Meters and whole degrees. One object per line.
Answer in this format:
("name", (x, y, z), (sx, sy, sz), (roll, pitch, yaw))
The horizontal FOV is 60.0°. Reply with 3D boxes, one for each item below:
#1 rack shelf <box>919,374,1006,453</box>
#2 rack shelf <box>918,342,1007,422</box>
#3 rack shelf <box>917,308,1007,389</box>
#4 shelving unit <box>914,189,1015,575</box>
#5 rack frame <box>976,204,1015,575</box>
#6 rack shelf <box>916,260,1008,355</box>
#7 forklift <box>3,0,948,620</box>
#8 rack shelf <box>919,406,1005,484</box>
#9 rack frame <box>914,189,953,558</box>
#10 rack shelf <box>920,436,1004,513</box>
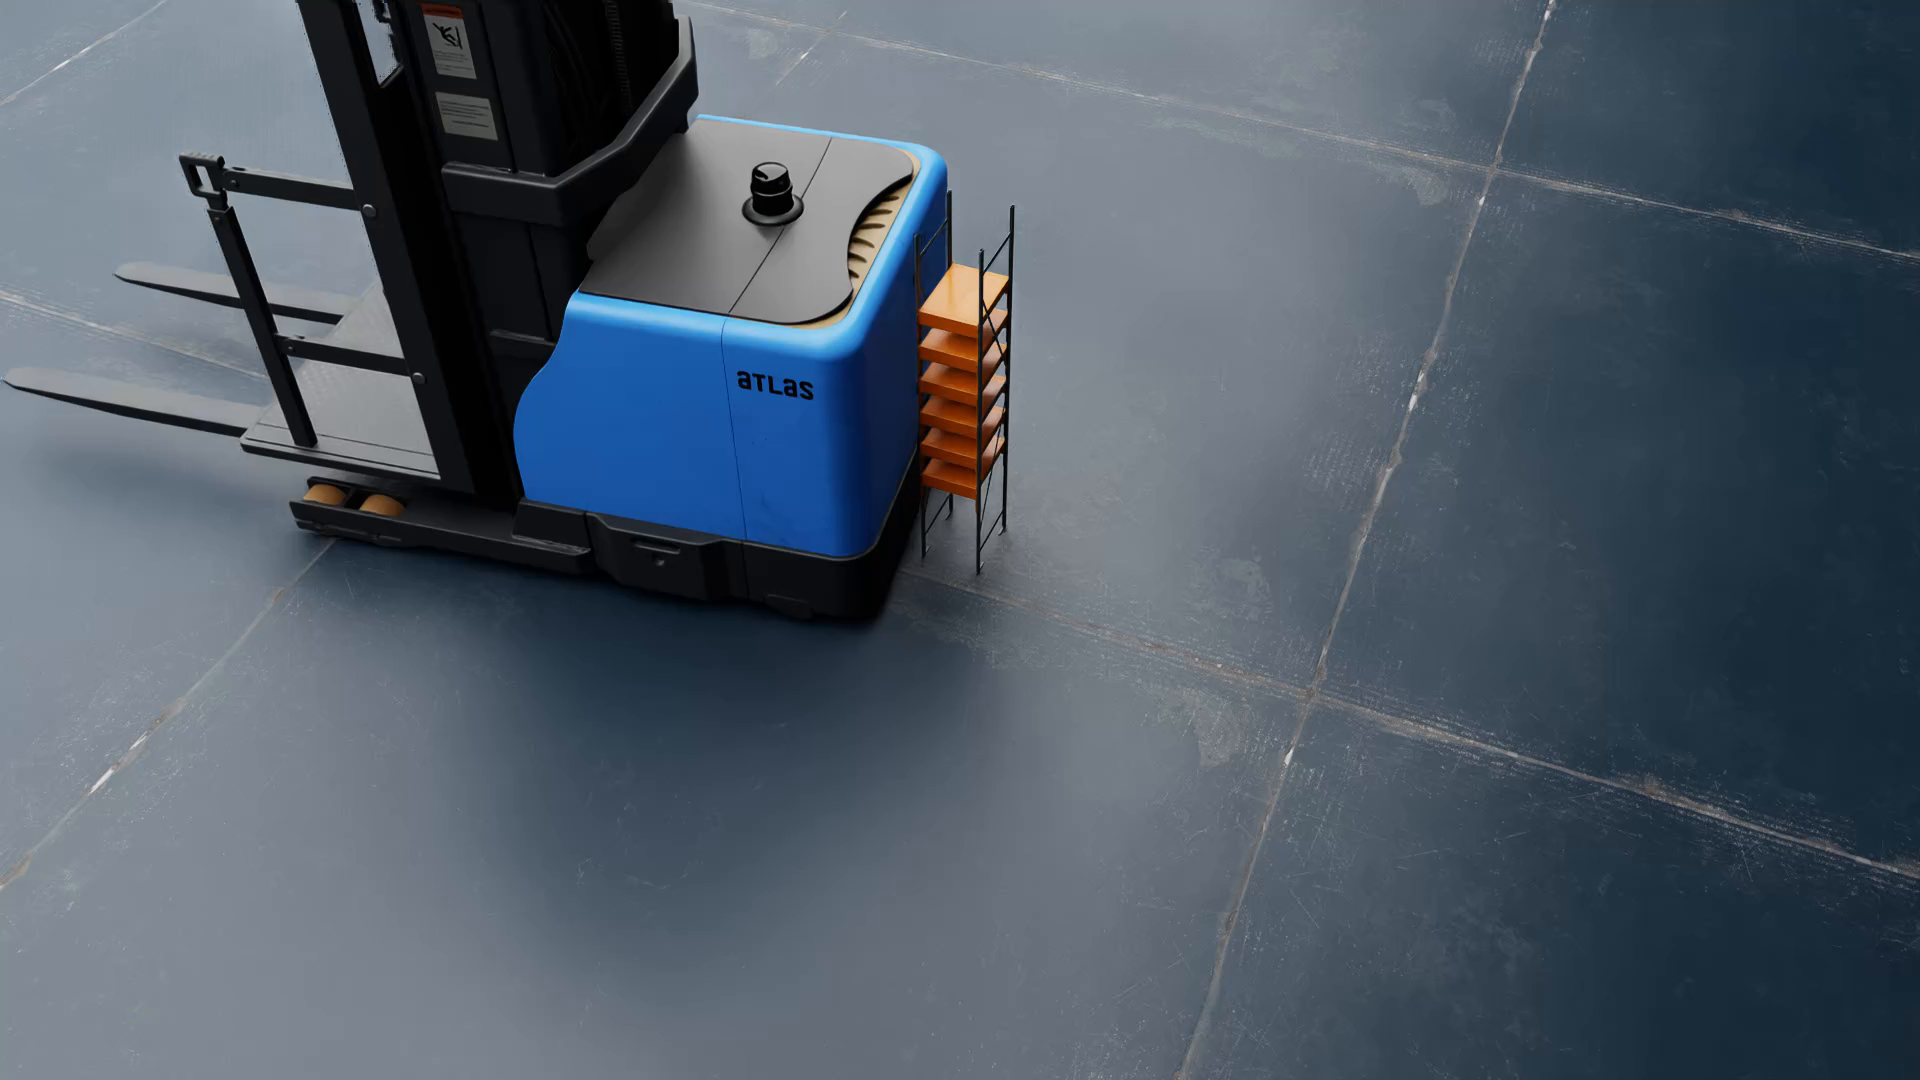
("rack shelf", (0.013, -0.390, 4.854), (0.180, 0.103, 0.258), (16, 47, 16))
("rack shelf", (0.013, -0.475, 4.770), (0.180, 0.103, 0.258), (16, 47, 16))
("rack shelf", (0.013, -0.560, 4.685), (0.180, 0.103, 0.258), (16, 47, 16))
("shelving unit", (0.013, -0.421, 4.823), (0.189, 1.200, 0.258), (16, 47, 16))
("rack frame", (0.098, -0.397, 4.798), (0.006, 1.200, 0.240), (16, 47, 16))
("rack shelf", (0.013, -0.645, 4.600), (0.180, 0.103, 0.258), (16, 47, 16))
("forklift", (-1.598, -1.368, 4.547), (3.031, 2.935, 1.130), (10, 46, 10))
("rack shelf", (0.013, -0.305, 4.939), (0.180, 0.103, 0.258), (16, 47, 16))
("rack frame", (-0.071, -0.446, 4.848), (0.006, 1.200, 0.240), (16, 47, 16))
("rack shelf", (0.013, -0.220, 5.023), (0.180, 0.103, 0.258), (16, 47, 16))
